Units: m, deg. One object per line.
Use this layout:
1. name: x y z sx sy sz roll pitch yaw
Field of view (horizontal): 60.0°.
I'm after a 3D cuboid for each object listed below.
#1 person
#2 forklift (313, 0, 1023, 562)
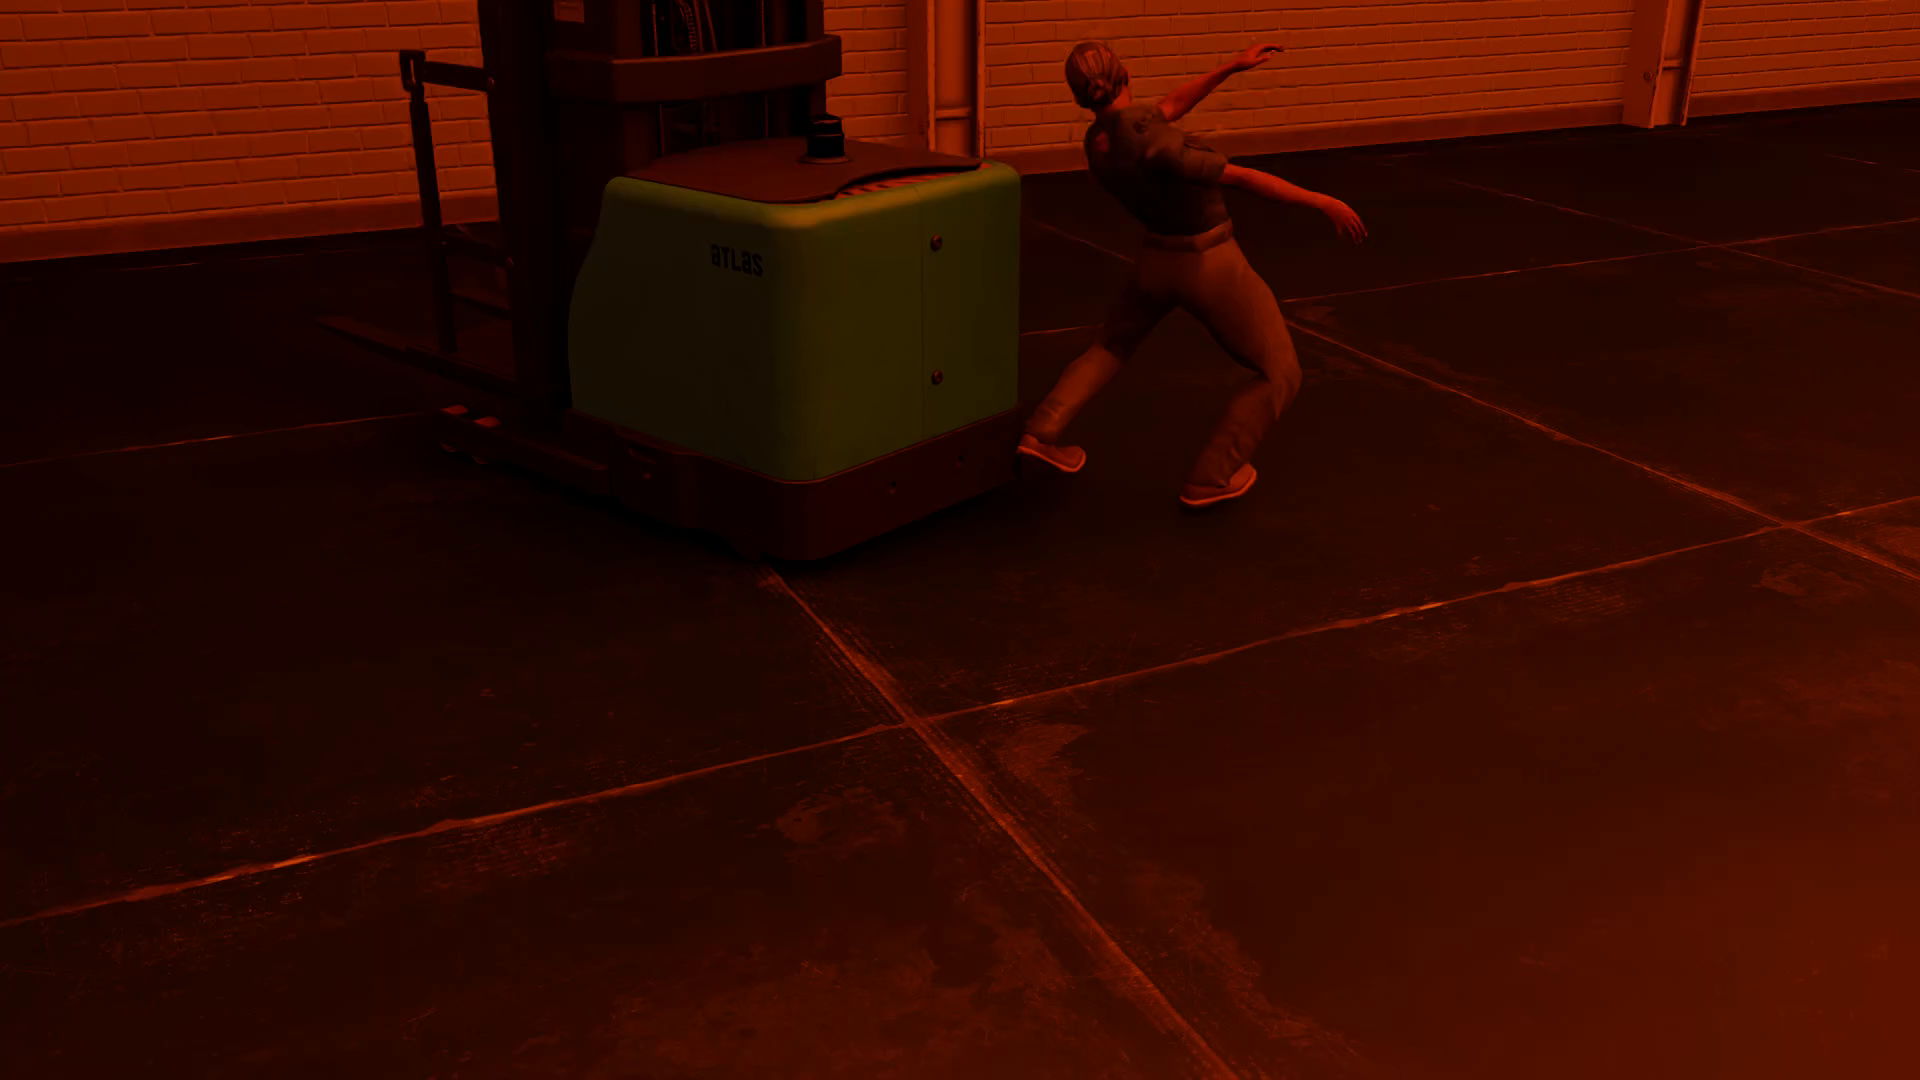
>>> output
1. person: 0.748 -0.795 5.100 0.965 1.409 0.747 21 30 40
2. forklift: -1.236 -1.745 5.487 3.031 2.935 1.130 19 29 38
